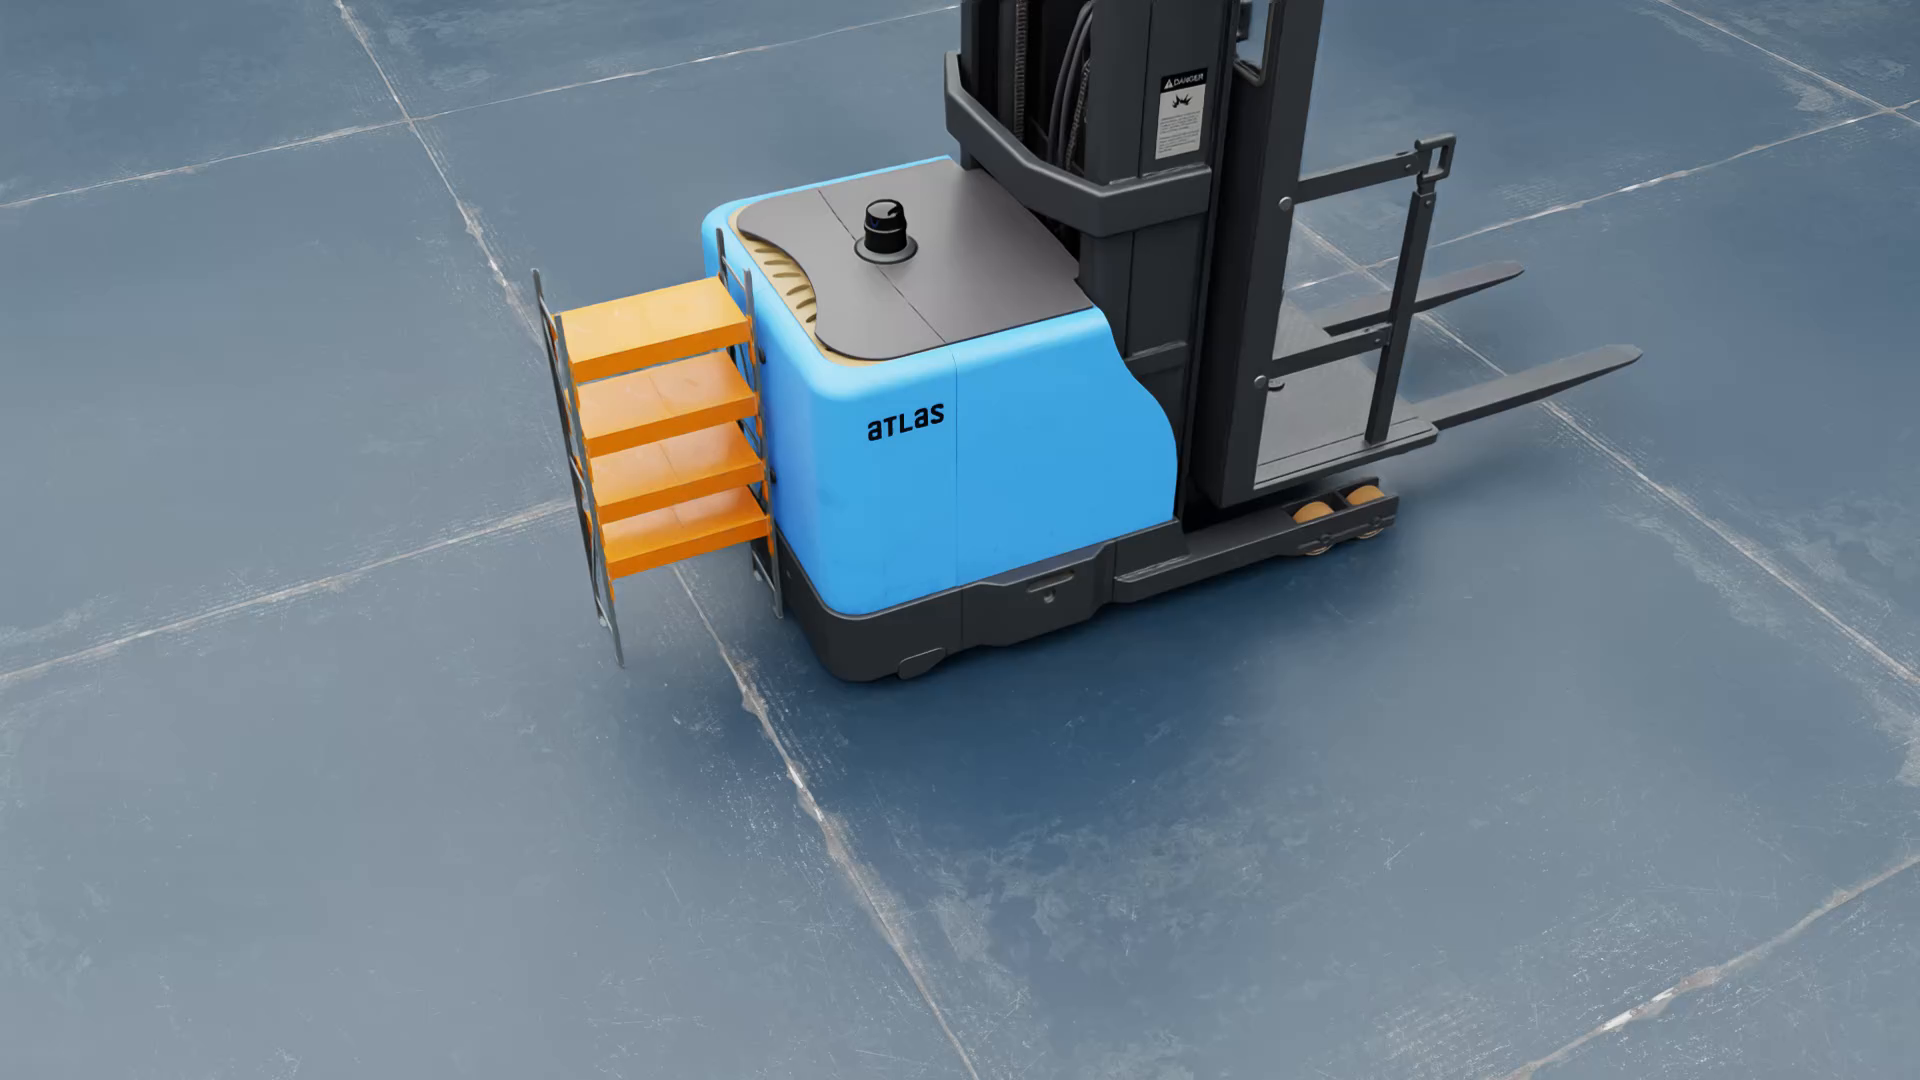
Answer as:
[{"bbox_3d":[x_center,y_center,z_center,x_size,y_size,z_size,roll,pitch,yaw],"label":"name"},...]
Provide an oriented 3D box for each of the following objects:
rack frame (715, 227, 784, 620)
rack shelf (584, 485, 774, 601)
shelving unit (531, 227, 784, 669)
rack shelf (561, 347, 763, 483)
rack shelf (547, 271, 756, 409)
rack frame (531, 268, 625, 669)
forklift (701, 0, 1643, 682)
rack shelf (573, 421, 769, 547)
[{"bbox_3d":[-0.585,-0.292,4.666,0.015,1.200,0.240,-17,43,-19],"label":"rack frame"},{"bbox_3d":[-0.806,-0.022,4.759,0.480,0.148,0.258,-17,43,-19],"label":"rack shelf"},{"bbox_3d":[-0.806,-0.225,4.587,0.503,1.200,0.258,-17,43,-19],"label":"shelving unit"},{"bbox_3d":[-0.806,-0.344,4.486,0.480,0.148,0.258,-17,43,-19],"label":"rack shelf"},{"bbox_3d":[-0.806,-0.525,4.333,0.480,0.148,0.258,-17,43,-19],"label":"rack shelf"},{"bbox_3d":[-1.027,-0.158,4.508,0.015,1.200,0.240,-17,43,-19],"label":"rack frame"},{"bbox_3d":[0.813,-1.364,4.593,3.031,2.935,1.130,-17,43,-19],"label":"forklift"},{"bbox_3d":[-0.806,-0.173,4.630,0.480,0.148,0.258,-17,43,-19],"label":"rack shelf"}]
